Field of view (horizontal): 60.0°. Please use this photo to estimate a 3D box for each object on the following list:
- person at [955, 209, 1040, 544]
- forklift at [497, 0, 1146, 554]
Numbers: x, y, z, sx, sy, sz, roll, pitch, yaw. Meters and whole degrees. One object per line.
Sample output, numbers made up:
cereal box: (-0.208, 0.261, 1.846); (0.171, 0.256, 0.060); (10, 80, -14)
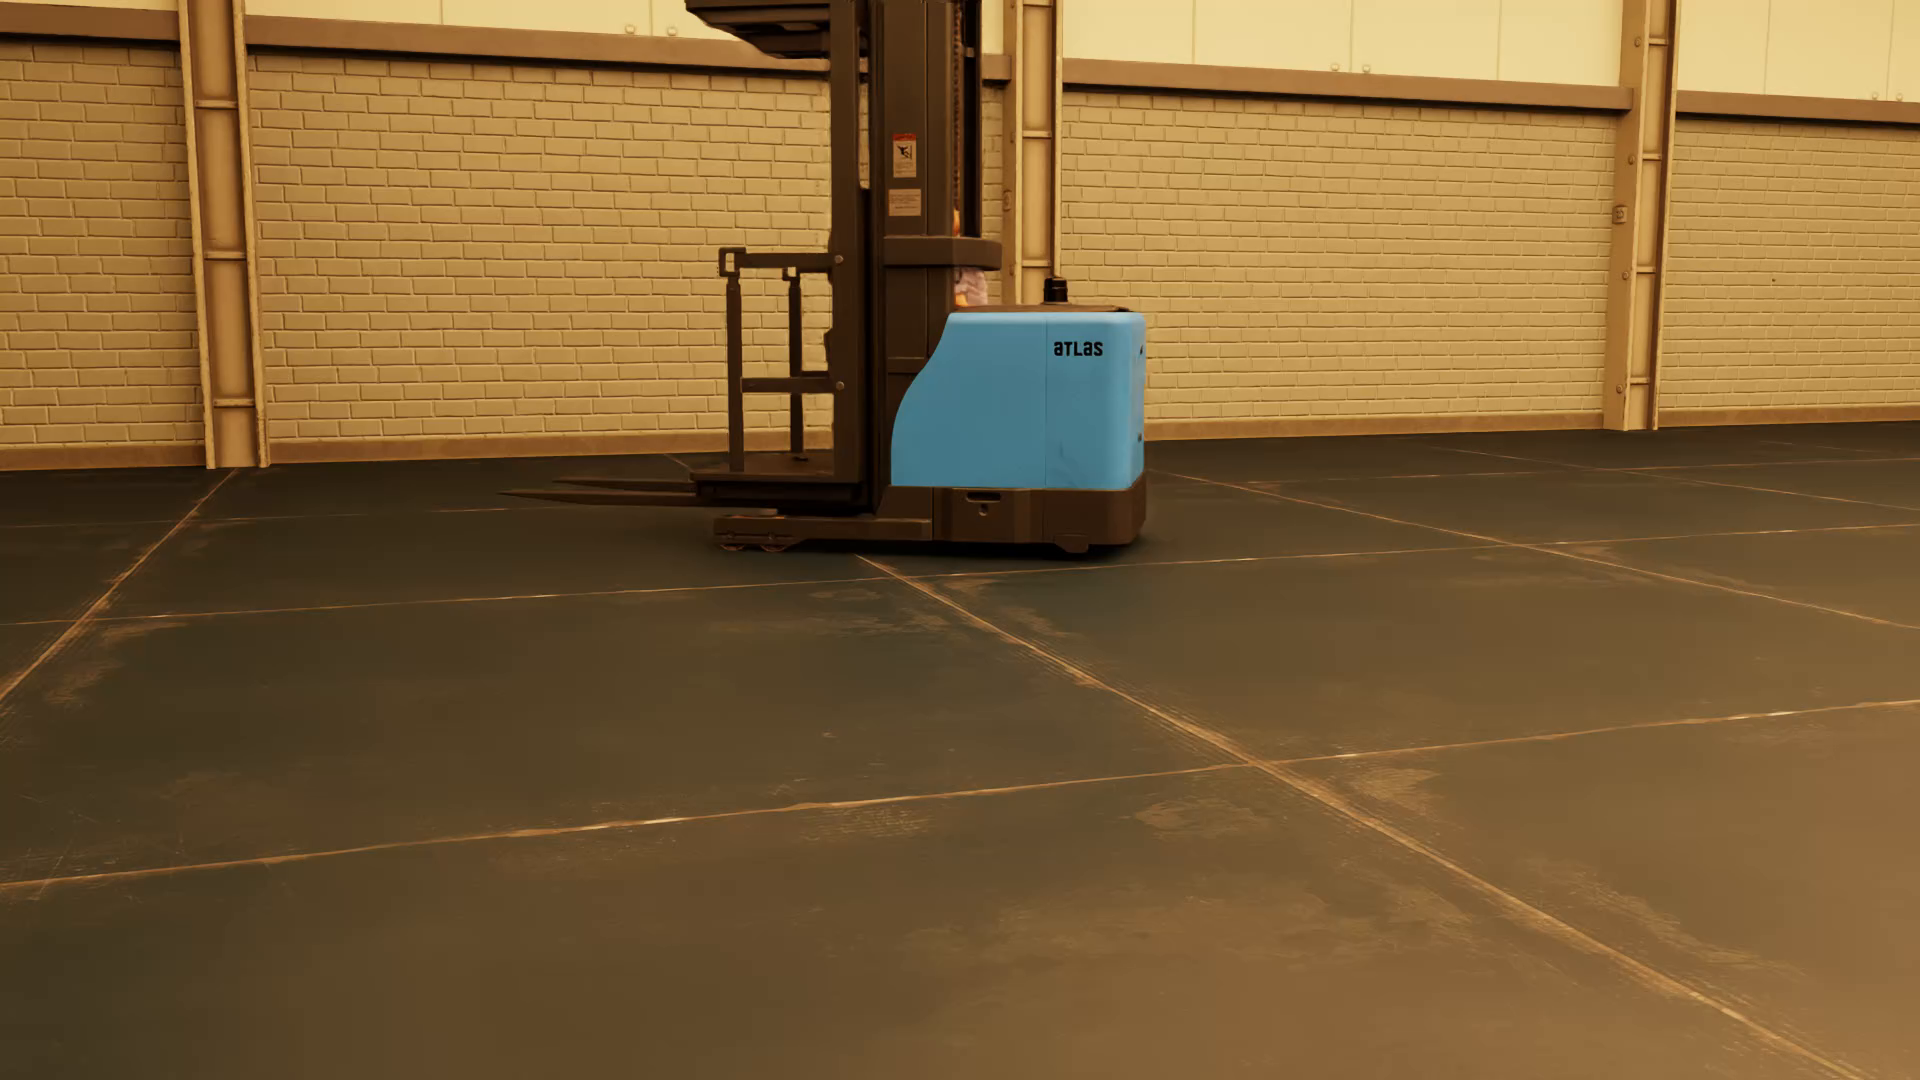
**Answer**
person: (0.064, -0.812, 7.809); (0.570, 1.627, 0.599); (-3, 8, -18)
forklift: (-0.660, -1.463, 7.805); (3.031, 2.935, 1.130); (1, 8, 10)
